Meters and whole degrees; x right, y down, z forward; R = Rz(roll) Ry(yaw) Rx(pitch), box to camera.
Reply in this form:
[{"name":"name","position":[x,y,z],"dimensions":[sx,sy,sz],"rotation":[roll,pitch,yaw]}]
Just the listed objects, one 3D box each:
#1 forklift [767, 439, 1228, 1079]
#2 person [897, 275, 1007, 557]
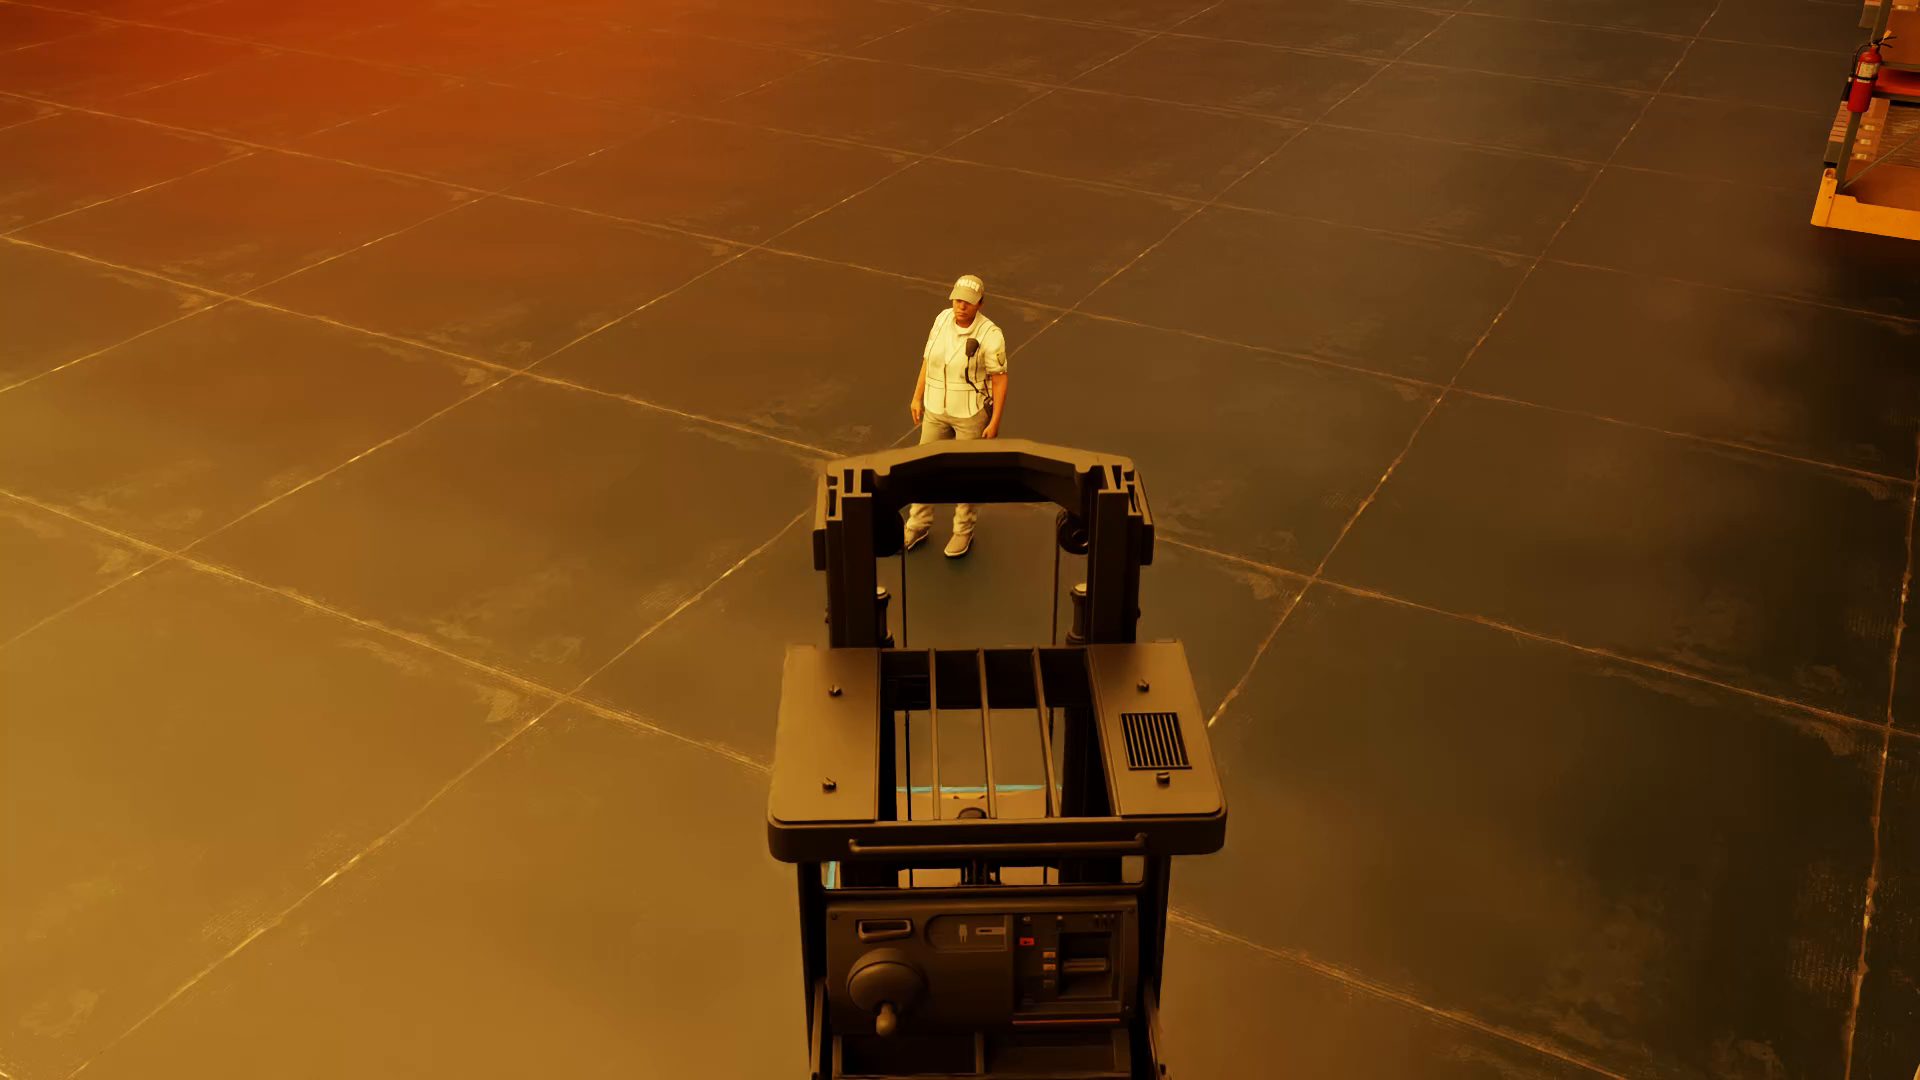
[{"name":"forklift","position":[0.077,1.318,4.786],"dimensions":[1.130,2.935,3.031],"rotation":[-1,30,-2]},{"name":"person","position":[-0.057,-0.700,9.534],"dimensions":[0.598,1.670,0.529],"rotation":[15,33,25]}]
